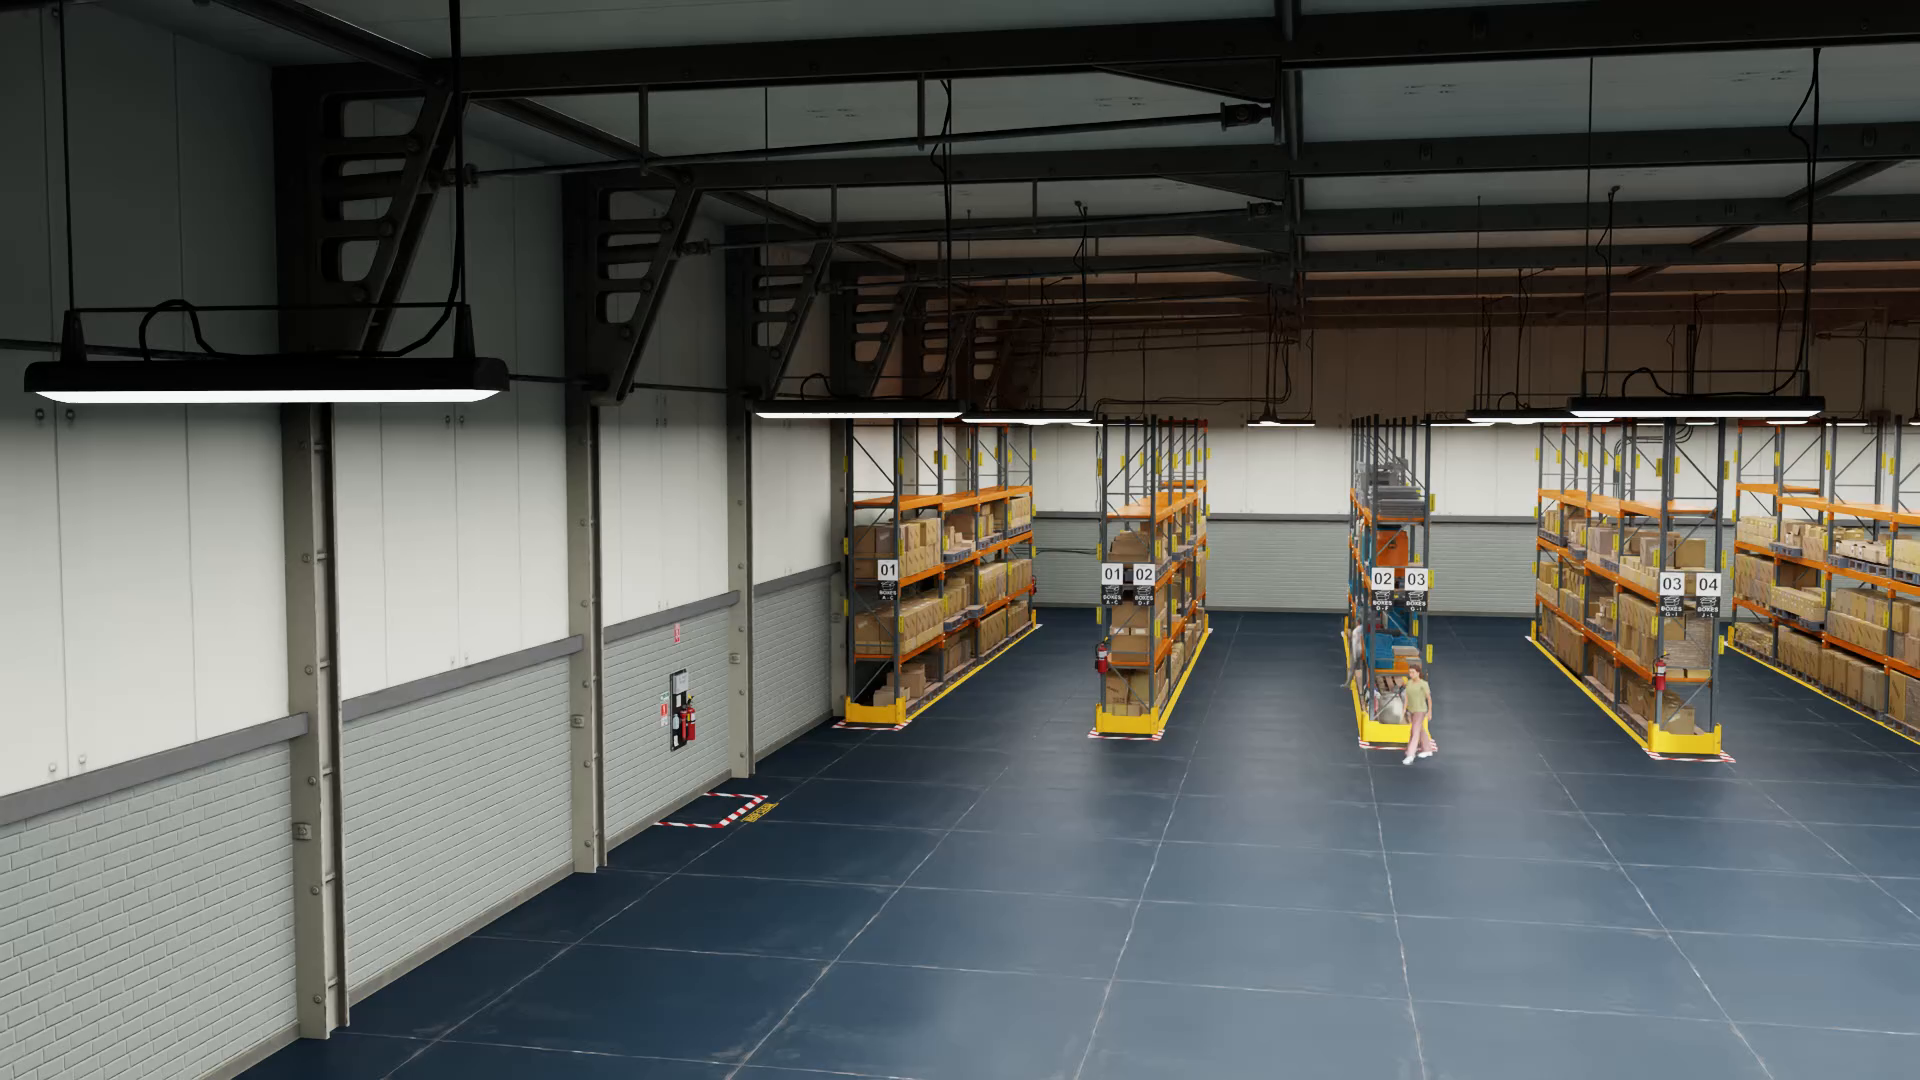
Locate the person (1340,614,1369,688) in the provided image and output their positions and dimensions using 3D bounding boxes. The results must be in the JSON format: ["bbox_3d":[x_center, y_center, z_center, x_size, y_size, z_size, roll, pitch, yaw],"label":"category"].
[{"bbox_3d":[8.629,2.420,35.885,0.465,1.634,0.931,-1,4,-16],"label":"person"}]

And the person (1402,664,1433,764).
[{"bbox_3d":[7.869,2.975,28.726,0.855,1.653,0.493,-2,4,-25],"label":"person"}]
